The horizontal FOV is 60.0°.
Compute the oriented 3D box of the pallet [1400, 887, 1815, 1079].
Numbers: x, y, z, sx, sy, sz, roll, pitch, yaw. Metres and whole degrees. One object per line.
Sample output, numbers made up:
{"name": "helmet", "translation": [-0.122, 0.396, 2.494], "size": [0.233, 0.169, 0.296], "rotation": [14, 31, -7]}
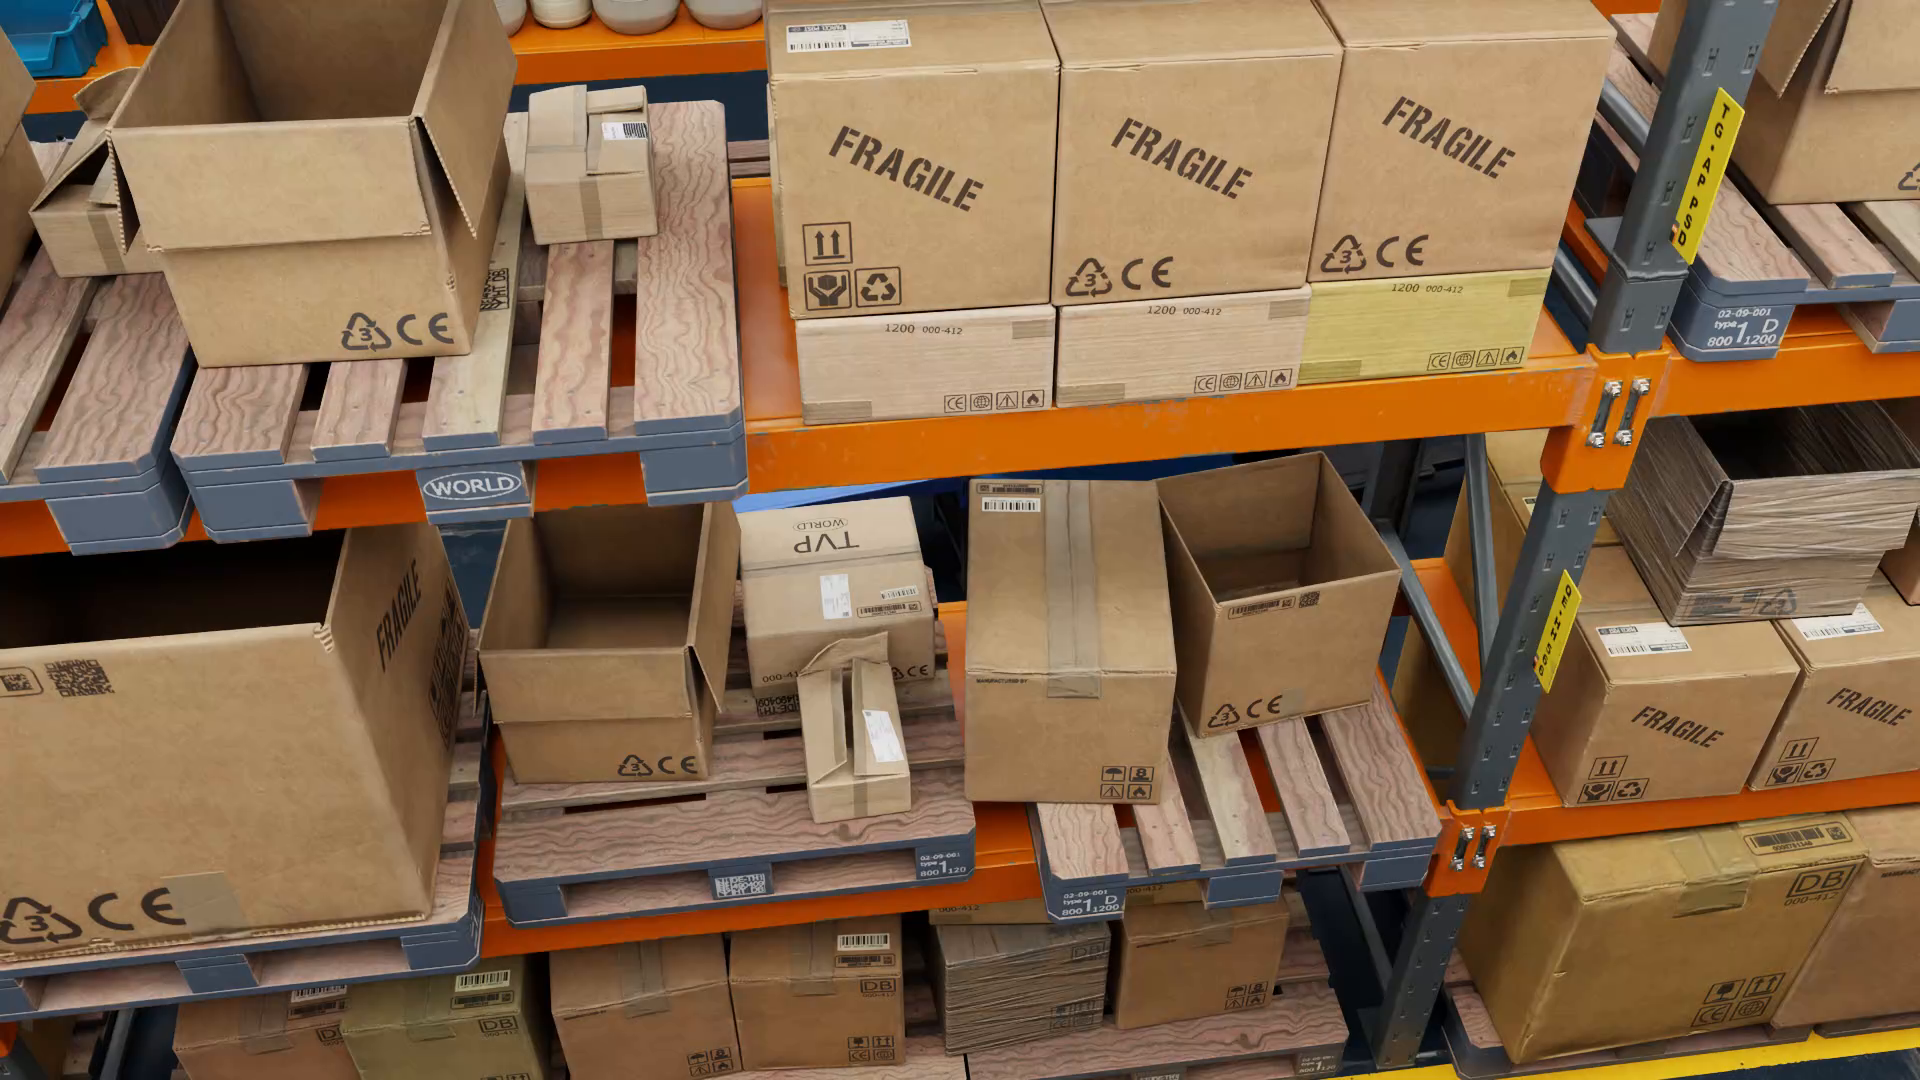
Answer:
{"name": "pallet", "translation": [2.131, 1.277, 5.677], "size": [1.213, 0.211, 1.003], "rotation": [-5, 42, -6]}

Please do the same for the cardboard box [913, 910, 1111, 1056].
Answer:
{"name": "cardboard box", "translation": [0.129, 1.153, 5.270], "size": [0.500, 0.500, 0.700], "rotation": [-8, 43, -9]}

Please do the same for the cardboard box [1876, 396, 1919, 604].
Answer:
{"name": "cardboard box", "translation": [2.713, -0.257, 4.472], "size": [0.637, 0.503, 0.797], "rotation": [-4, 42, -5]}

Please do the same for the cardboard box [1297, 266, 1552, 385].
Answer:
{"name": "cardboard box", "translation": [0.900, -0.594, 3.541], "size": [0.500, 0.250, 0.500], "rotation": [-5, 42, -5]}

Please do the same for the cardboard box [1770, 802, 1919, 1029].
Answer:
{"name": "cardboard box", "translation": [2.911, 0.775, 5.424], "size": [0.875, 0.875, 1.225], "rotation": [-5, 42, -5]}

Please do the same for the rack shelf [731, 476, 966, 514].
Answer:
{"name": "rack shelf", "translation": [-0.527, -0.270, 6.699], "size": [1.000, 0.185, 0.538], "rotation": [-11, 43, -12]}

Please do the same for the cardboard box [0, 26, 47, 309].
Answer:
{"name": "cardboard box", "translation": [-2.148, -0.676, 3.129], "size": [0.637, 0.503, 0.797], "rotation": [-7, 43, -8]}

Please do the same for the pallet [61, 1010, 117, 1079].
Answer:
{"name": "pallet", "translation": [-3.288, 1.725, 5.180], "size": [1.213, 0.211, 1.003], "rotation": [-5, 42, -6]}

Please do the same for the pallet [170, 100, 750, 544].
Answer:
{"name": "pallet", "translation": [-0.973, -0.512, 3.478], "size": [1.003, 0.211, 1.213], "rotation": [-5, 42, -6]}

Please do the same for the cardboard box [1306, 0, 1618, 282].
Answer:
{"name": "cardboard box", "translation": [0.898, -0.869, 3.286], "size": [0.500, 0.500, 0.500], "rotation": [-4, 42, -4]}

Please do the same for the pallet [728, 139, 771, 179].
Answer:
{"name": "pallet", "translation": [-1.283, -1.849, 9.142], "size": [1.213, 0.211, 1.003], "rotation": [-5, 42, -6]}

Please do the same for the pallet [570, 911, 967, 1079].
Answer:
{"name": "pallet", "translation": [-0.643, 1.466, 5.467], "size": [1.213, 0.211, 1.003], "rotation": [-5, 42, -6]}

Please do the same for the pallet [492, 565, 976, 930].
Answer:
{"name": "pallet", "translation": [-0.618, 0.530, 4.566], "size": [1.213, 0.211, 1.003], "rotation": [-5, 42, -6]}

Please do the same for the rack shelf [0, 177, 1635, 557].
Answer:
{"name": "rack shelf", "translation": [-0.644, -0.413, 3.766], "size": [4.000, 0.370, 1.077], "rotation": [-5, 42, -6]}

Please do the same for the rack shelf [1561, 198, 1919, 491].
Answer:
{"name": "rack shelf", "translation": [3.322, -0.760, 4.151], "size": [4.000, 0.370, 1.077], "rotation": [-5, 42, -6]}

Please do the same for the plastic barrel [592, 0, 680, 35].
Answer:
{"name": "plastic barrel", "translation": [-1.565, -2.734, 7.940], "size": [0.433, 0.535, 0.433], "rotation": [0, 42, 0]}

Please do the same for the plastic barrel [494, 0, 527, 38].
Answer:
{"name": "plastic barrel", "translation": [-2.292, -2.670, 7.869], "size": [0.433, 0.535, 0.433], "rotation": [0, 42, 0]}

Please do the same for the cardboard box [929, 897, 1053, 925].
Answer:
{"name": "cardboard box", "translation": [0.154, 0.877, 5.016], "size": [0.500, 0.250, 0.500], "rotation": [-1, 42, -1]}

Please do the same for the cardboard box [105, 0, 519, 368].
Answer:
{"name": "cardboard box", "translation": [-1.214, -0.758, 3.221], "size": [0.637, 0.503, 0.797], "rotation": [-3, 42, -4]}

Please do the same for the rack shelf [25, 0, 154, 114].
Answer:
{"name": "rack shelf", "translation": [-5.252, -2.241, 8.032], "size": [4.000, 0.370, 1.077], "rotation": [-5, 42, -6]}

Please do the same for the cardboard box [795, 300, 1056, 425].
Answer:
{"name": "cardboard box", "translation": [-0.089, -0.500, 3.437], "size": [0.500, 0.250, 0.500], "rotation": [-4, 42, -4]}

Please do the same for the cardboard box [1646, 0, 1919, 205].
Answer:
{"name": "cardboard box", "translation": [1.935, -1.149, 3.654], "size": [0.637, 0.503, 0.797], "rotation": [-3, 42, -3]}

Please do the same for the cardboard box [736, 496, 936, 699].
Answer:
{"name": "cardboard box", "translation": [-0.352, 0.153, 4.640], "size": [0.500, 0.250, 0.500], "rotation": [-6, 42, -7]}

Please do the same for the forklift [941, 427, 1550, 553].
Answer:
{"name": "forklift", "translation": [1.409, -1.367, 6.578], "size": [3.031, 2.935, 1.130], "rotation": [-11, 43, -12]}

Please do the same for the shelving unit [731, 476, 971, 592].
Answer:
{"name": "shelving unit", "translation": [-0.527, -0.404, 6.578], "size": [1.048, 1.500, 0.538], "rotation": [-11, 43, -12]}

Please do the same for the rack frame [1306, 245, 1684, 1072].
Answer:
{"name": "rack frame", "translation": [1.339, 0.260, 4.722], "size": [0.127, 3.000, 1.000], "rotation": [-5, 42, -6]}

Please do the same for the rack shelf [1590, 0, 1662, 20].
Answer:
{"name": "rack shelf", "translation": [2.680, -2.936, 8.802], "size": [4.000, 0.370, 1.077], "rotation": [-5, 42, -6]}

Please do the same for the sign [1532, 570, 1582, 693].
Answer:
{"name": "sign", "translation": [1.419, 0.219, 3.962], "size": [0.005, 0.325, 0.100], "rotation": [-5, 42, -6]}

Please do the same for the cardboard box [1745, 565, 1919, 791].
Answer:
{"name": "cardboard box", "translation": [2.368, 0.315, 4.586], "size": [0.500, 0.500, 0.500], "rotation": [-6, 42, -7]}

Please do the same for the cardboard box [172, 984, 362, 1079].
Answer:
{"name": "cardboard box", "translation": [-2.015, 1.333, 5.070], "size": [0.500, 0.500, 0.700], "rotation": [-8, 43, -9]}

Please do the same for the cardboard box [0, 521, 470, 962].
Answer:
{"name": "cardboard box", "translation": [-1.821, 0.253, 3.969], "size": [1.000, 1.000, 1.000], "rotation": [-5, 42, -5]}

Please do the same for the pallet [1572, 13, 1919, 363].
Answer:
{"name": "pallet", "translation": [1.971, -0.875, 3.882], "size": [1.003, 0.211, 1.213], "rotation": [-3, 42, -4]}

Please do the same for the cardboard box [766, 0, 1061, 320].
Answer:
{"name": "cardboard box", "translation": [-0.101, -0.784, 3.193], "size": [0.500, 0.500, 0.500], "rotation": [-4, 42, -5]}

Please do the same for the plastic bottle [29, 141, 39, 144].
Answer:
{"name": "plastic bottle", "translation": [-4.916, -1.998, 8.875], "size": [0.185, 0.351, 0.144], "rotation": [-3, 42, -4]}

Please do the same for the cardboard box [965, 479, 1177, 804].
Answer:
{"name": "cardboard box", "translation": [0.268, 0.255, 4.339], "size": [0.500, 0.500, 0.700], "rotation": [1, 42, 1]}

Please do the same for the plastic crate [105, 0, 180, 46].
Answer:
{"name": "plastic crate", "translation": [-3.805, -2.698, 8.048], "size": [0.504, 0.338, 0.767], "rotation": [-5, 42, -6]}

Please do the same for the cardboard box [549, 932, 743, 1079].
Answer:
{"name": "cardboard box", "translation": [-0.985, 1.255, 5.156], "size": [0.500, 0.500, 0.700], "rotation": [-8, 43, -9]}
